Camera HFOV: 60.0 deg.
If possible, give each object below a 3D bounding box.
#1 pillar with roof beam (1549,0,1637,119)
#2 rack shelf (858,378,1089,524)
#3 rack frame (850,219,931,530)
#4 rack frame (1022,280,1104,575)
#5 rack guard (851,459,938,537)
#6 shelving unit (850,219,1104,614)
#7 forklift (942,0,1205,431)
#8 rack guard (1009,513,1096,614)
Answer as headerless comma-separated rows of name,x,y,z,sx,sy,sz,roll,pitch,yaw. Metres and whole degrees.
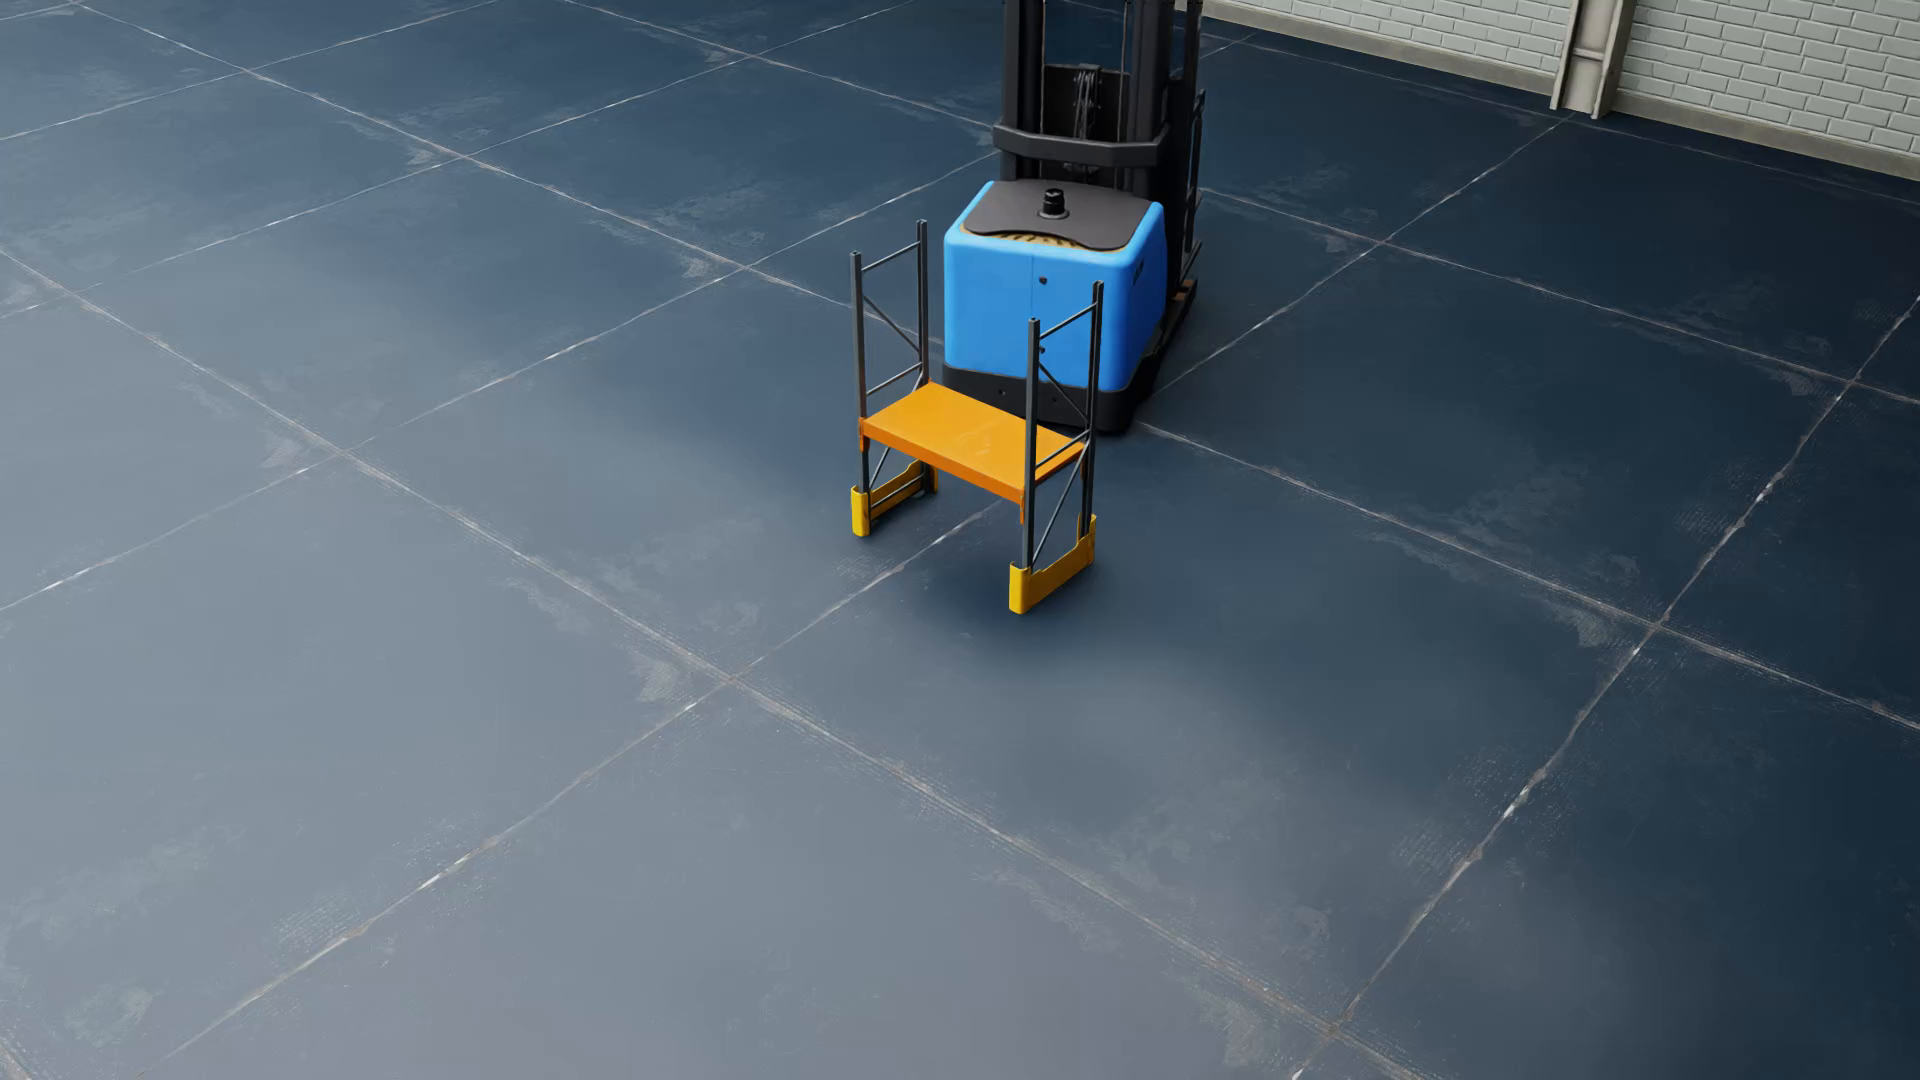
pillar with roof beam,2.197,-5.277,7.985,0.400,9.000,9.100,25,42,32
rack shelf,0.066,-0.439,7.882,1.000,0.185,0.538,25,42,32
rack frame,-0.325,-0.771,8.049,0.032,1.500,0.500,25,42,32
rack frame,0.456,-0.403,7.512,0.032,1.500,0.500,25,42,32
rack guard,-0.324,-0.256,8.402,0.087,0.250,0.587,25,42,32
shelving unit,0.059,-0.591,7.785,1.083,1.500,0.587,25,42,32
forklift,0.846,-2.628,9.488,1.130,2.935,3.031,11,36,15
rack guard,0.441,0.105,7.876,0.087,0.250,0.587,25,42,32
